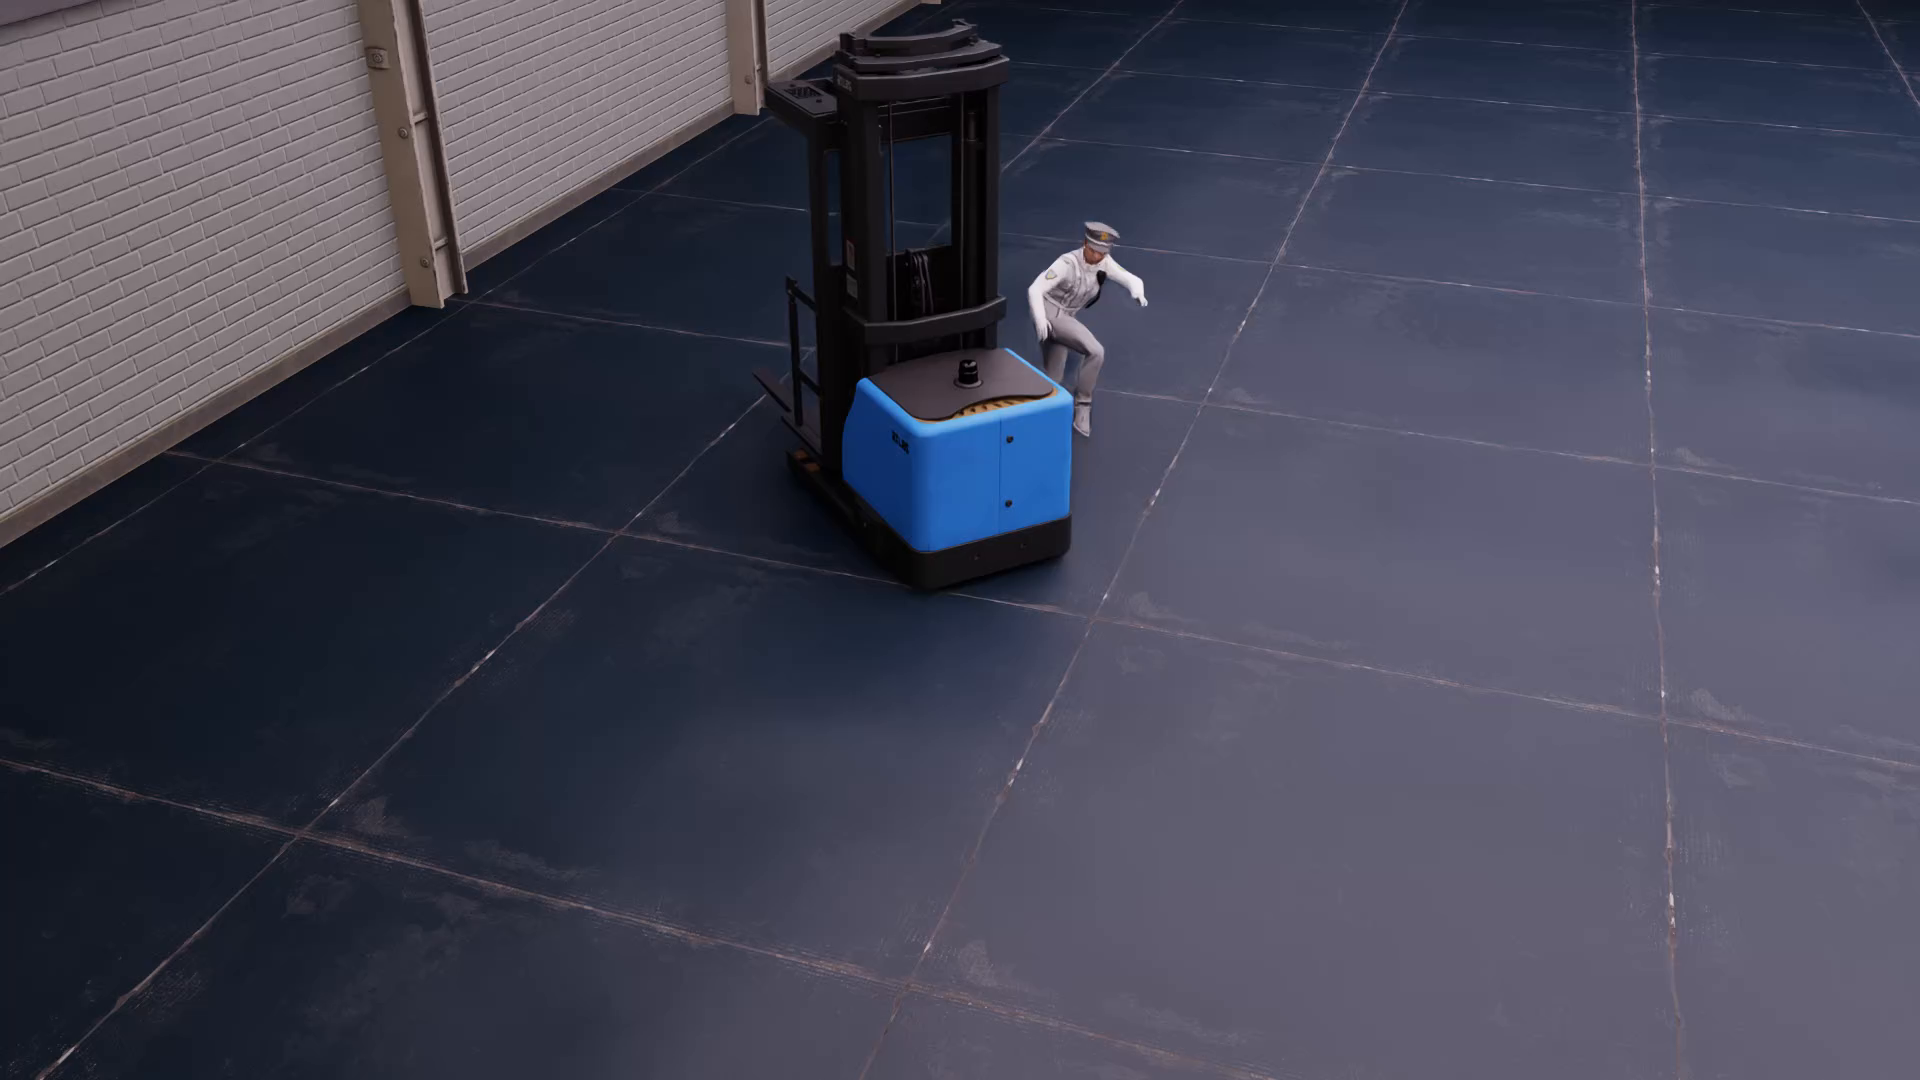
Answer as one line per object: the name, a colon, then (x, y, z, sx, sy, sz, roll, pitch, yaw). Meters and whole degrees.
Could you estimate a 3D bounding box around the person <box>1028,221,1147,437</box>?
person: (0.785, -1.382, 11.032, 0.838, 1.429, 0.916, 17, 34, 27)

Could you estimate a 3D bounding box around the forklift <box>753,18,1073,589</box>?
forklift: (-0.470, -1.696, 10.112, 1.130, 2.935, 3.031, -14, 33, -24)
